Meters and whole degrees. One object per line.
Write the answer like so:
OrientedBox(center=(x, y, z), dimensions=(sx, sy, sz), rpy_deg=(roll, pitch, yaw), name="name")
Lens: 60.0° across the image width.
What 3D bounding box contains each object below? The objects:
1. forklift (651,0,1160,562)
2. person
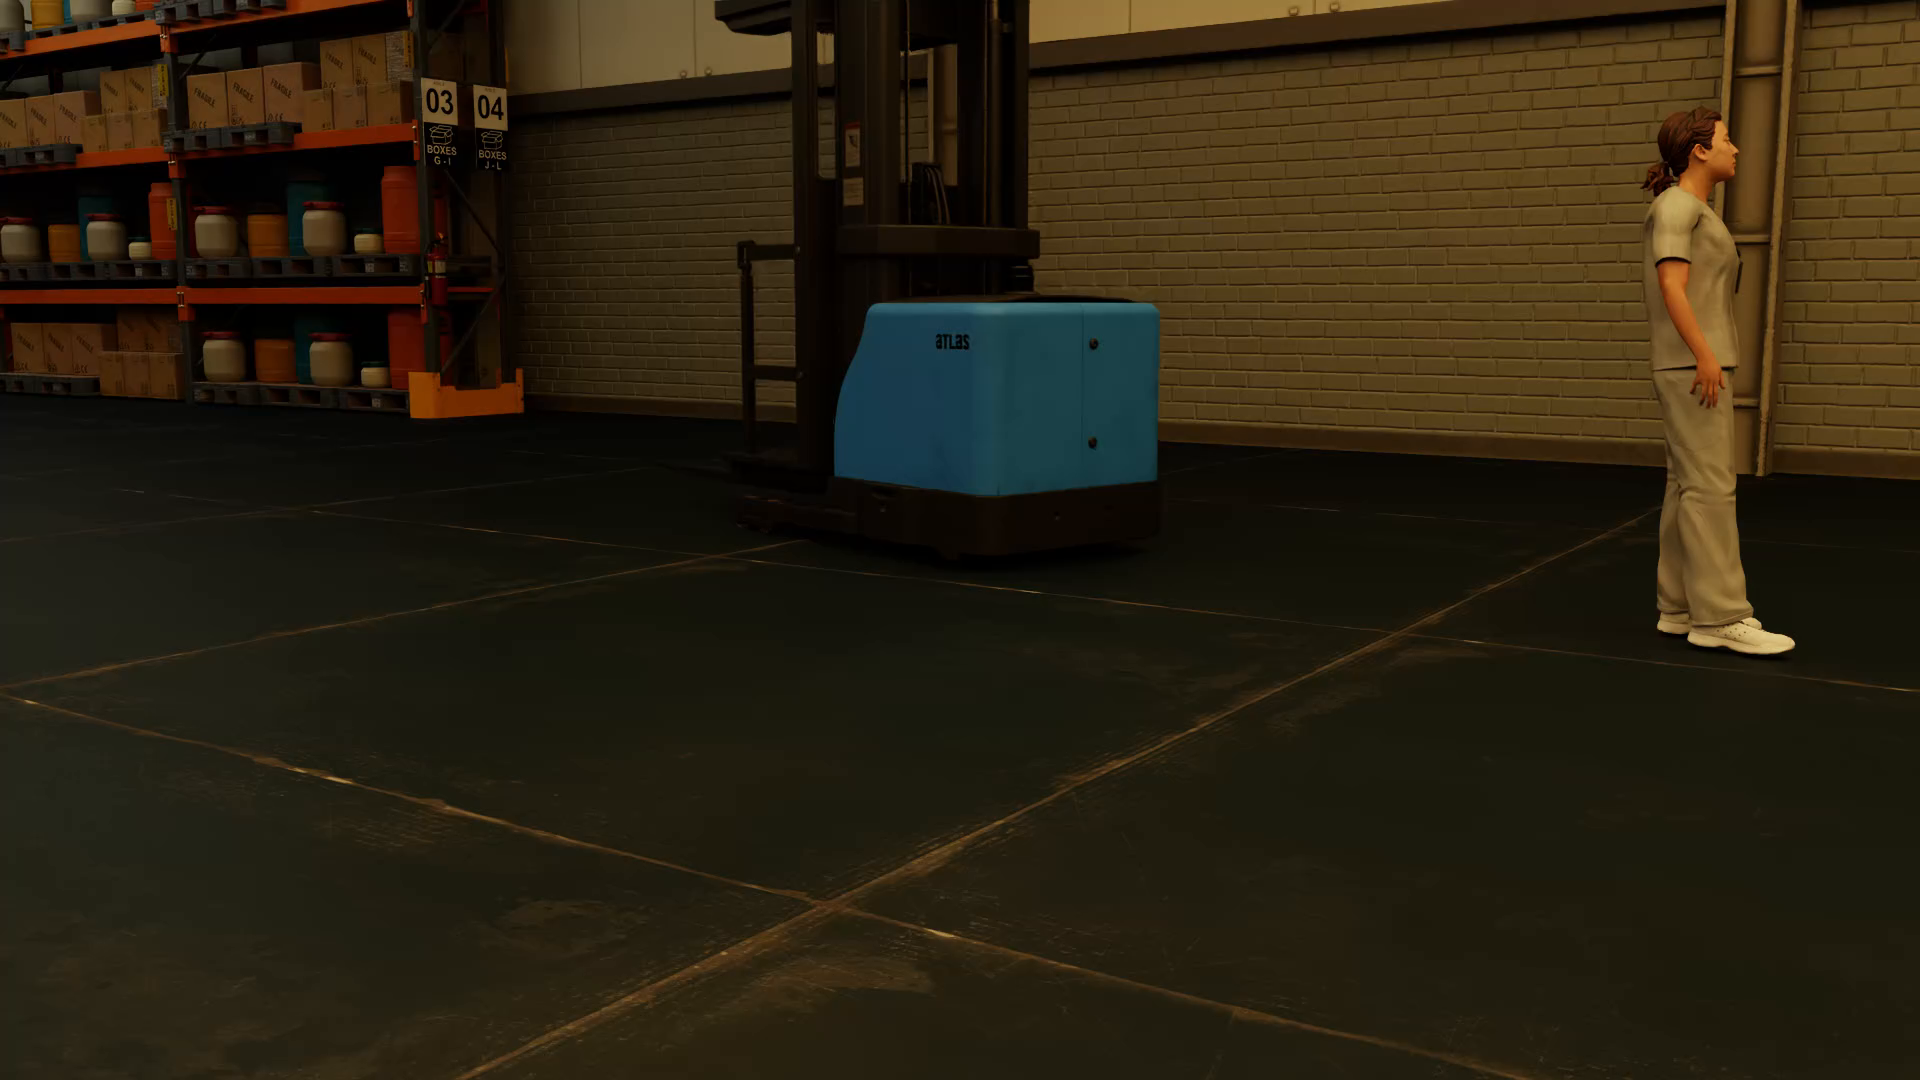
OrientedBox(center=(-0.453, -1.521, 7.889), dimensions=(1.130, 2.935, 3.031), rpy_deg=(-7, 10, -39), name="forklift")
OrientedBox(center=(2.399, -0.520, 5.253), dimensions=(0.549, 1.675, 0.549), rpy_deg=(4, 9, 29), name="person")
